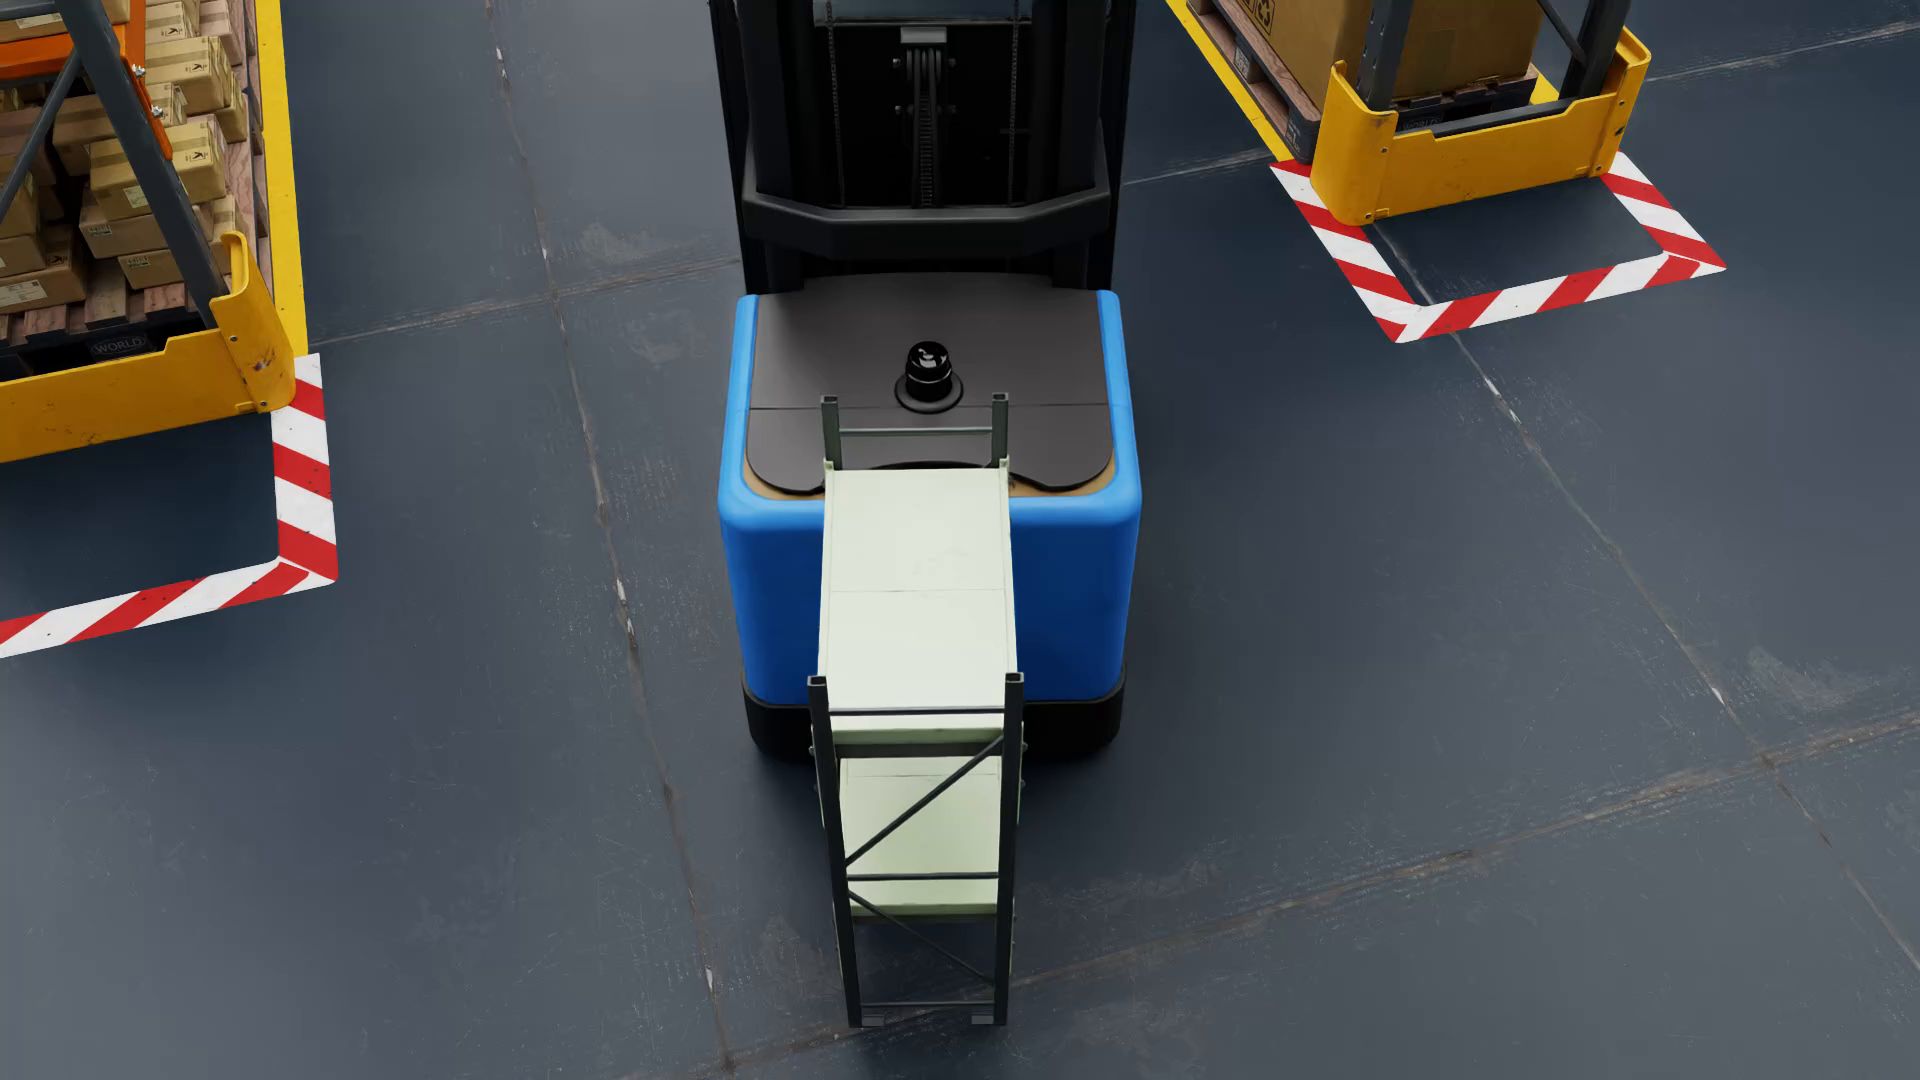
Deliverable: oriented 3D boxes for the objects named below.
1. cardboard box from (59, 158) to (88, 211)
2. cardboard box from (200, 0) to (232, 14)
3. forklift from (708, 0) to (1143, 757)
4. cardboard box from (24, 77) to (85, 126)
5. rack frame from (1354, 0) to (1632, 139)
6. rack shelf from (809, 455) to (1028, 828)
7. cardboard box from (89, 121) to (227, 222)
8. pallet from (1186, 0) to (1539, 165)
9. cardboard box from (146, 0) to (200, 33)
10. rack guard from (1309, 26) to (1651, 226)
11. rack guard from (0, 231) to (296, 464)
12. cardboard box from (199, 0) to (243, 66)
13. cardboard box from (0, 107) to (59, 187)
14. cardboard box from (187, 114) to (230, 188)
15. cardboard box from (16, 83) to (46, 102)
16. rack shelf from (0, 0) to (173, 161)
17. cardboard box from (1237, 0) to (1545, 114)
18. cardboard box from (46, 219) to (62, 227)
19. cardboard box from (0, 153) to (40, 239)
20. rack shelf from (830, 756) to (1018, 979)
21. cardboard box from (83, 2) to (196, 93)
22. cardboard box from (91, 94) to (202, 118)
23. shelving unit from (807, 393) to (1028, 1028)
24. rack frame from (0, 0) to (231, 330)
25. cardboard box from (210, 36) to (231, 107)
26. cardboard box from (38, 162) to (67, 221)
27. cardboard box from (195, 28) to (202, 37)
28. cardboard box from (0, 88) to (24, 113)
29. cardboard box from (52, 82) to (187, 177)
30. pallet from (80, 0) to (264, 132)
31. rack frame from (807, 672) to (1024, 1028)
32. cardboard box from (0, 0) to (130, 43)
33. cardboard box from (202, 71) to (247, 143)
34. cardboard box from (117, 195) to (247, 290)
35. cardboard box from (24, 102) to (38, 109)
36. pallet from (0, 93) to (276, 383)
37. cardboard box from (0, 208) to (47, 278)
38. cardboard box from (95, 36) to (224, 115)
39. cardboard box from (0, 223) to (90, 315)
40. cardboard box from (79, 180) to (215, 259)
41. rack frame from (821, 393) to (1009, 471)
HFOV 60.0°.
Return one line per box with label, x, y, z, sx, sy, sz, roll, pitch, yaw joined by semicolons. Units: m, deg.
cardboard box;-3.357;-1.290;5.966;0.380;0.149;0.250;-14;51;-11
cardboard box;-3.153;-2.157;6.697;0.380;0.149;0.250;-13;51;-11
forklift;-0.099;-1.456;4.561;1.130;2.935;3.031;-1;50;-1
cardboard box;-3.399;-1.591;6.025;0.380;0.149;0.250;-14;51;-11
rack frame;1.934;-2.407;5.317;1.000;3.000;0.127;-13;51;-11
rack shelf;-0.089;0.209;3.583;0.431;0.370;0.720;-1;50;-1
cardboard box;-2.664;-1.227;5.523;0.380;0.149;0.250;-15;52;-13
pallet;1.623;-2.074;6.860;1.003;0.211;1.213;-13;51;-11
cardboard box;-3.038;-1.981;6.159;0.380;0.149;0.250;-12;51;-10
rack guard;1.942;-1.583;6.258;1.175;0.500;0.348;-13;51;-11
rack guard;-2.856;-0.609;5.436;1.175;0.500;0.348;-13;51;-11
cardboard box;-3.046;-1.961;6.531;0.380;0.149;0.250;-16;52;-13
cardboard box;-3.252;-1.293;5.579;0.380;0.149;0.250;-12;51;-10
cardboard box;-2.770;-1.325;5.800;0.380;0.149;0.250;-14;51;-11
cardboard box;-3.466;-1.657;5.886;0.380;0.149;0.250;-15;52;-12
rack shelf;-3.425;-2.588;5.940;1.077;0.370;4.000;-13;51;-11
cardboard box;1.669;-2.306;6.347;0.875;0.875;0.875;-13;51;-11
cardboard box;-3.361;-1.078;5.787;0.380;0.149;0.250;-12;51;-10
cardboard box;-3.232;-1.096;5.413;0.380;0.149;0.250;-13;51;-11
rack shelf;-0.089;0.670;4.130;0.431;0.370;0.720;-1;50;-1
cardboard box;-2.965;-1.776;5.986;0.380;0.149;0.250;-16;52;-13
cardboard box;-2.927;-1.484;5.934;0.380;0.149;0.250;-13;51;-11
shelving unit;-0.089;0.460;3.881;0.431;1.500;0.755;-1;50;-1
rack frame;-2.834;-1.359;4.434;1.000;3.000;0.127;-13;51;-11
cardboard box;-2.899;-1.695;6.113;0.380;0.149;0.250;-12;51;-10
cardboard box;-3.288;-1.195;5.691;0.380;0.149;0.250;-14;51;-12
cardboard box;-3.069;-1.868;6.258;0.380;0.149;0.250;-16;52;-13
cardboard box;-3.450;-1.453;5.714;0.380;0.149;0.250;-14;51;-12
cardboard box;-2.860;-1.401;5.670;0.380;0.149;0.250;-12;51;-10
pallet;-3.420;-2.006;6.803;1.003;0.211;1.213;-13;51;-11
rack frame;-0.082;0.740;3.645;0.400;1.500;0.023;-1;50;-1
cardboard box;-2.616;-1.589;4.792;0.380;0.149;0.250;-14;51;-11
cardboard box;-2.889;-1.594;6.222;0.380;0.149;0.250;-13;51;-11
cardboard box;-2.683;-1.030;5.747;0.380;0.149;0.250;-12;51;-10
cardboard box;-3.418;-1.371;5.840;0.380;0.149;0.250;-15;52;-12
pallet;-3.062;-1.117;6.054;1.003;0.211;1.213;-13;51;-11
cardboard box;-3.262;-0.992;5.520;0.380;0.149;0.250;-15;51;-12
cardboard box;-2.813;-1.614;5.849;0.380;0.149;0.250;-13;51;-11
cardboard box;-3.188;-0.913;5.647;0.380;0.149;0.250;-13;51;-10
cardboard box;-2.743;-1.112;5.621;0.380;0.149;0.250;-11;51;-9
rack frame;-0.096;0.180;4.117;0.400;1.500;0.023;-1;50;-1
